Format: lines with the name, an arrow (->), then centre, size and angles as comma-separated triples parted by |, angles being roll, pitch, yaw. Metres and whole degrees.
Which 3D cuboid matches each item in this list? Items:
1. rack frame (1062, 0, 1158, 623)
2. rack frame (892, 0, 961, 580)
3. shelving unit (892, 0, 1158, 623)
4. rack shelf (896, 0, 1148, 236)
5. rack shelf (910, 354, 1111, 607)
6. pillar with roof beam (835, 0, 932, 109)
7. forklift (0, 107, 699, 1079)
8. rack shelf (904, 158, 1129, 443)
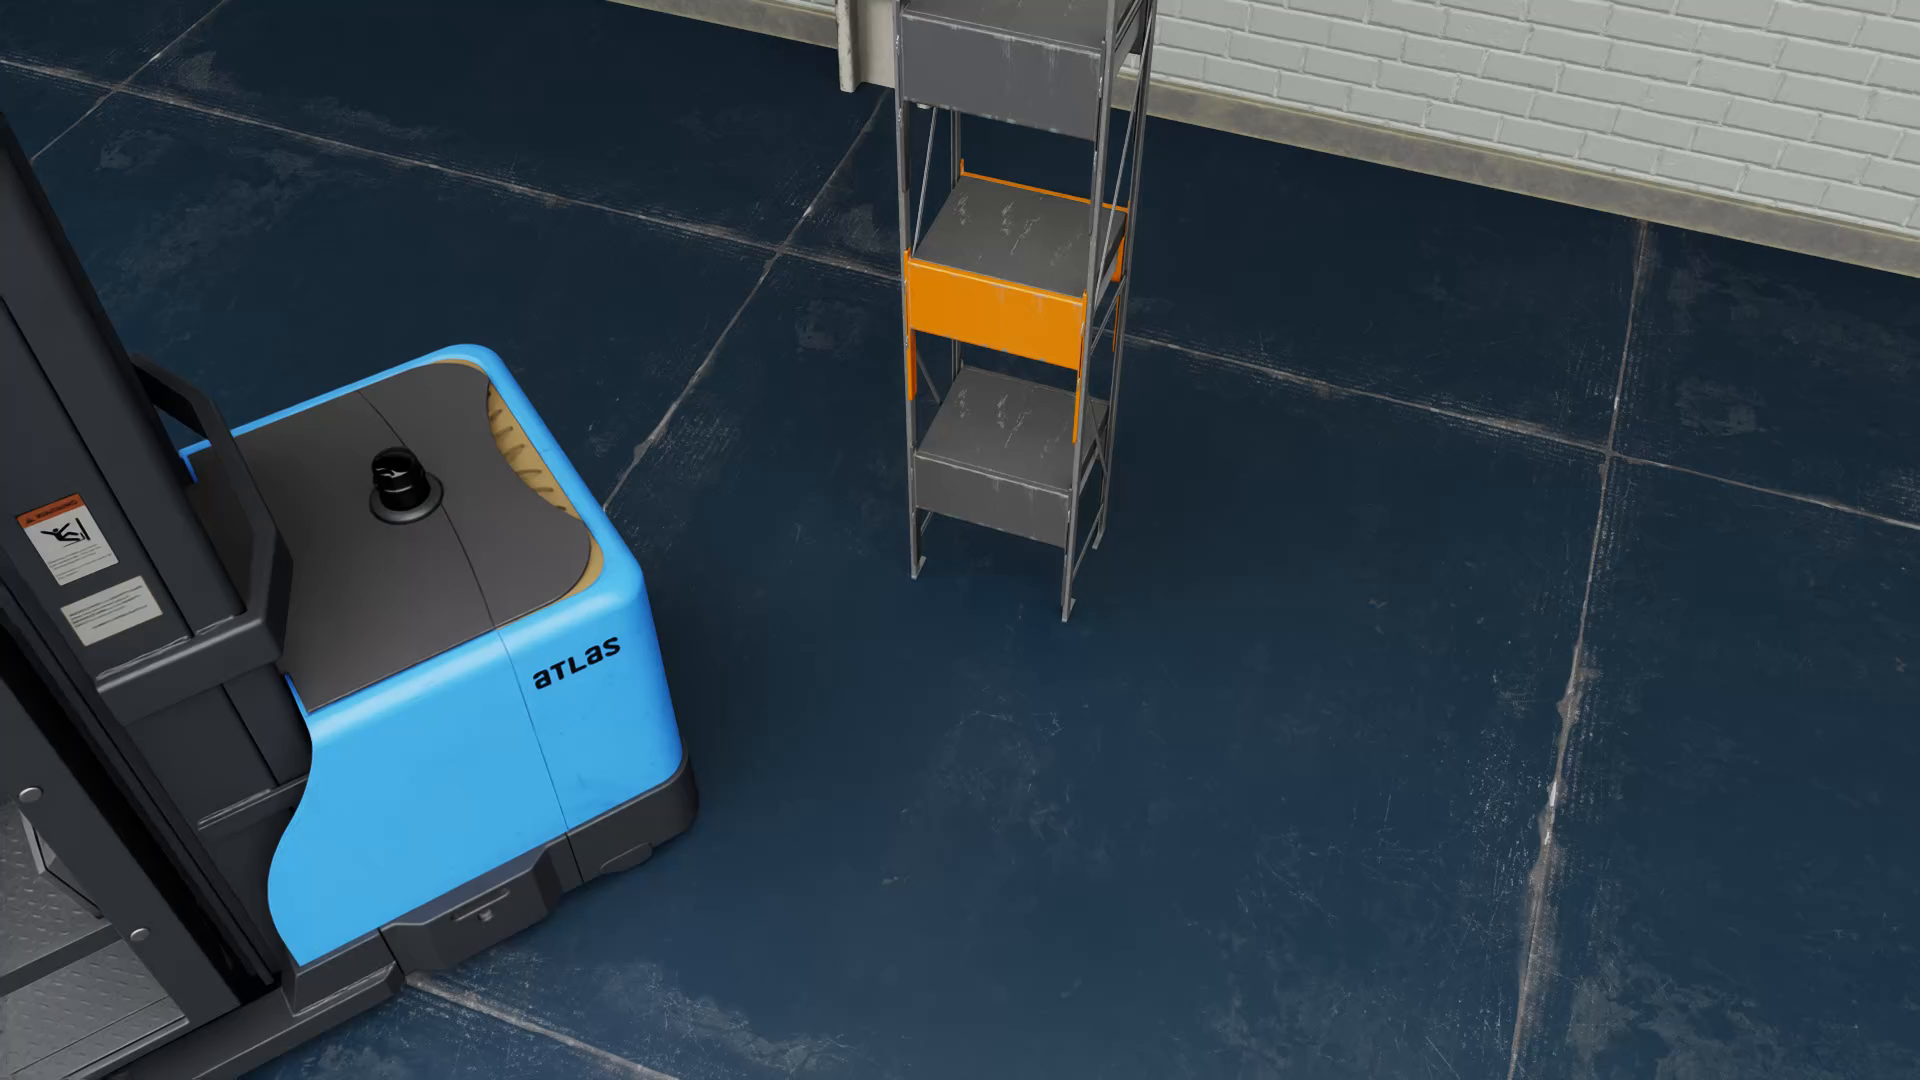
rack frame -> 0.384, -0.580, 4.364 | 0.015, 2.100, 0.400 | 16, 51, 13
rack frame -> -0.074, -0.708, 4.474 | 0.015, 2.100, 0.400 | 16, 51, 13
shelving unit -> 0.155, -0.644, 4.419 | 0.503, 2.100, 0.431 | 16, 51, 13
rack shelf -> 0.155, -1.094, 3.900 | 0.480, 0.518, 0.431 | 16, 51, 13
rack shelf -> 0.155, -0.177, 4.958 | 0.480, 0.518, 0.431 | 16, 51, 13
pillar with roof beam -> -1.749, -1.810, 0.864 | 0.400, 9.000, 9.100 | 16, 51, 13
forklift -> -2.228, 0.120, 3.207 | 3.031, 2.935, 1.130 | -26, 54, -21
rack shelf -> 0.155, -0.635, 4.429 | 0.480, 0.518, 0.431 | 16, 51, 13
